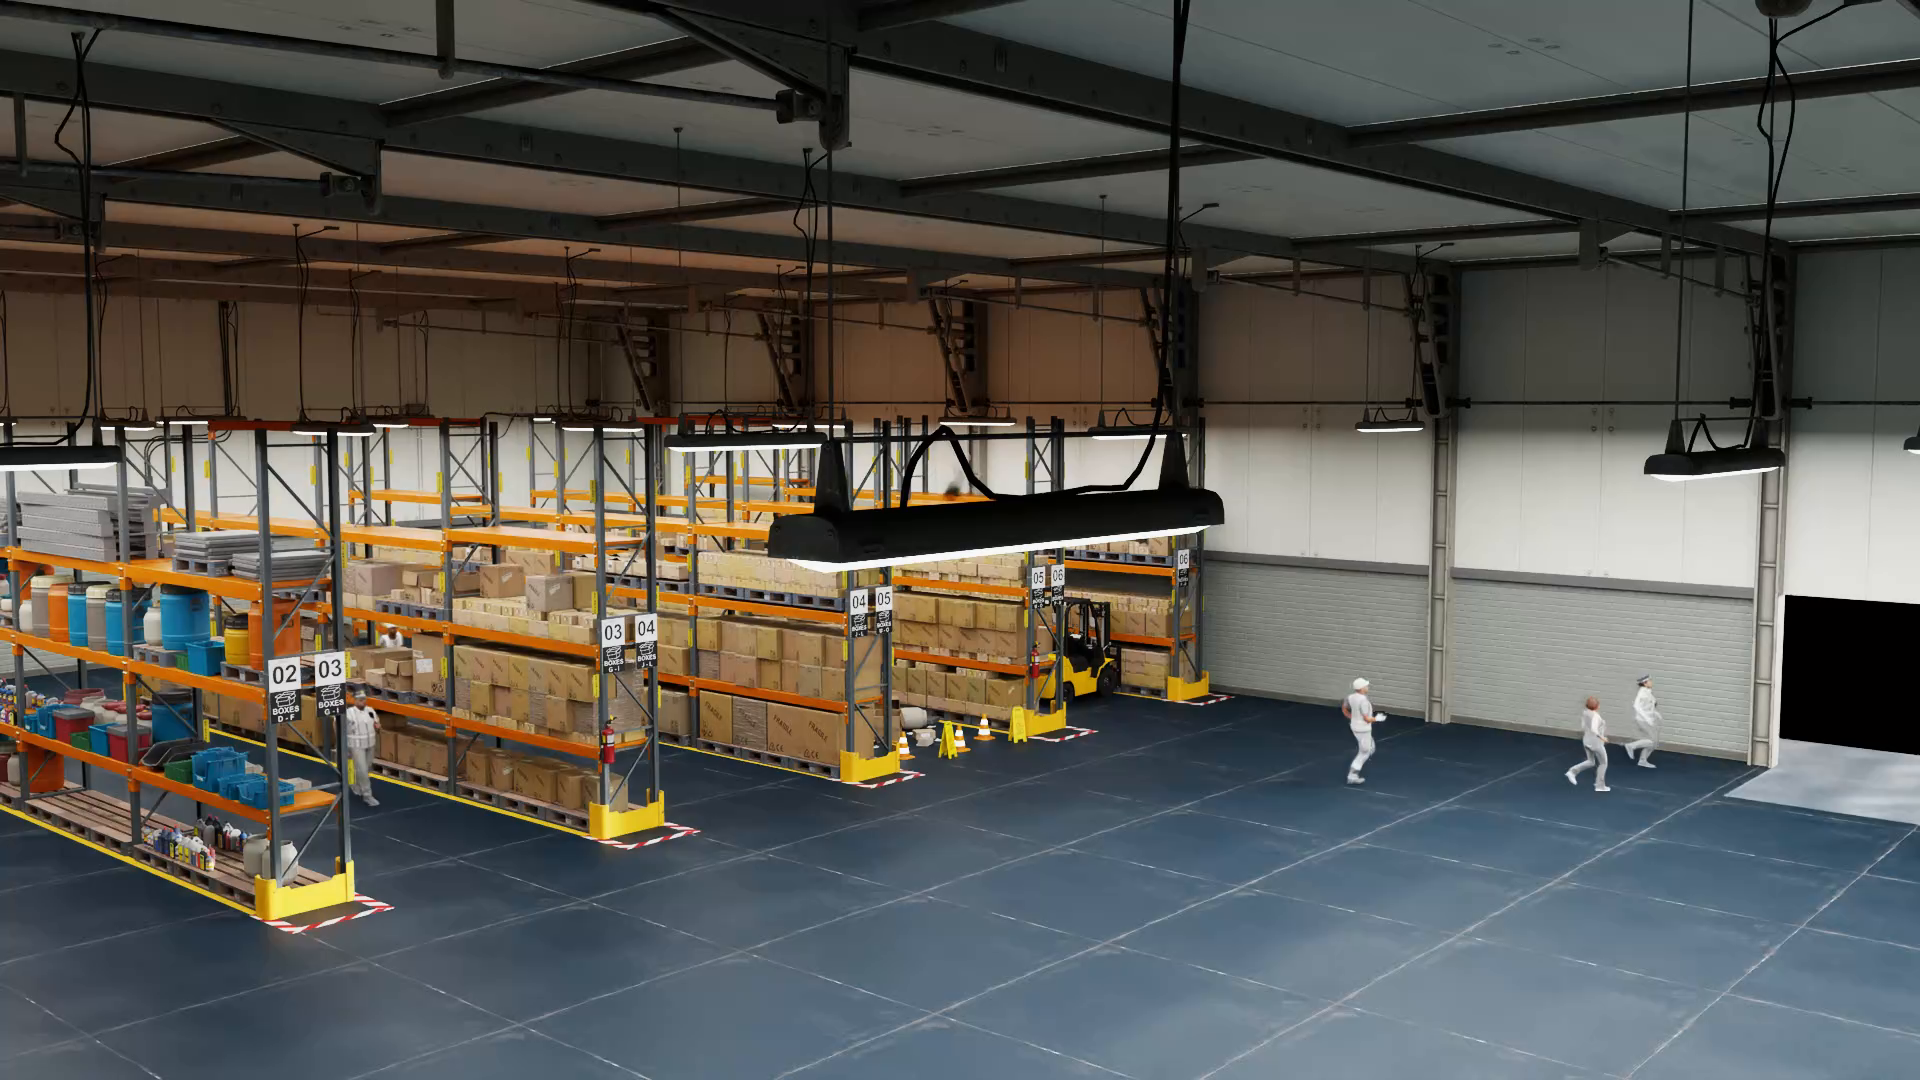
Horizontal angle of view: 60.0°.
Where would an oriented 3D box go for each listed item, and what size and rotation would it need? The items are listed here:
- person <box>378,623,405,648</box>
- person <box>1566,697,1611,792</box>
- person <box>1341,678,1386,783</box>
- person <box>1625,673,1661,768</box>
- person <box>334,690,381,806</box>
[{"bbox_3d":[-11.996,2.576,35.063,0.717,1.730,0.722,4,6,37],"label":"person"},{"bbox_3d":[10.225,3.312,26.934,0.743,1.561,0.546,-1,5,-10],"label":"person"},{"bbox_3d":[6.707,3.154,27.543,0.609,1.756,0.639,-1,5,-8],"label":"person"},{"bbox_3d":[11.865,3.119,28.831,0.530,1.657,0.621,2,5,27],"label":"person"},{"bbox_3d":[-9.433,3.241,26.251,0.936,1.773,0.661,3,6,36],"label":"person"}]
